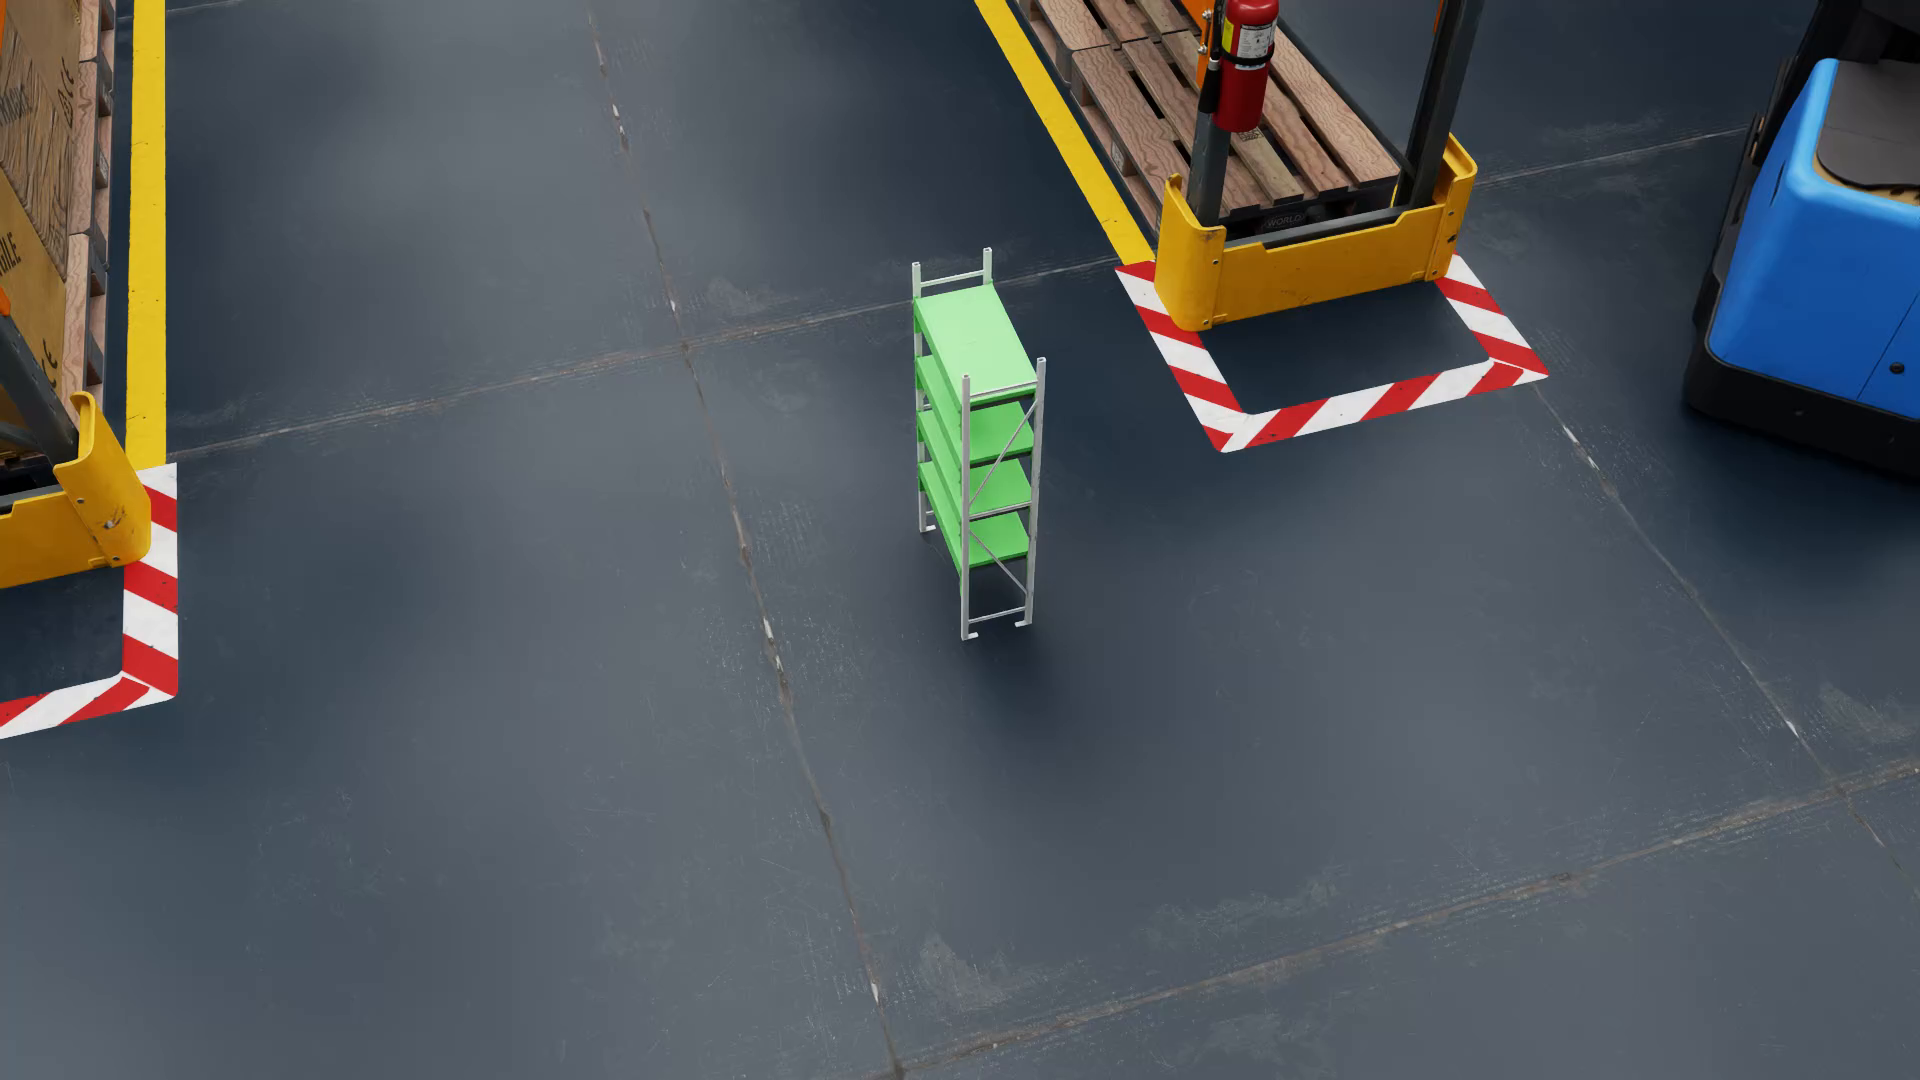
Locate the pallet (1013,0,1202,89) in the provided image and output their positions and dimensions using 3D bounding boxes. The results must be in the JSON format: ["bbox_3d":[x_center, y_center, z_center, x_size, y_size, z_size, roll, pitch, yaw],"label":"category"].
[{"bbox_3d":[0.779,-2.632,7.831,1.003,0.211,1.213,-13,51,-11],"label":"pallet"}]

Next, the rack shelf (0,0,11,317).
[{"bbox_3d":[-3.980,-2.139,6.062,1.077,0.370,4.000,-13,51,-11],"label":"rack shelf"}]

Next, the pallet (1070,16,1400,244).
[{"bbox_3d":[1.136,-1.743,7.081,1.003,0.211,1.213,-13,51,-11],"label":"pallet"}]

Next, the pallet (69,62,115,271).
[{"bbox_3d":[-4.057,-1.468,6.849,1.003,0.211,1.213,-13,51,-11],"label":"pallet"}]

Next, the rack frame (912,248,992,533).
[{"bbox_3d":[-0.023,-0.444,5.340,0.240,1.200,0.015,-13,51,-11],"label":"rack frame"}]

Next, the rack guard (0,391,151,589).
[{"bbox_3d":[-3.382,-0.087,5.497,1.175,0.500,0.348,-13,51,-11],"label":"rack guard"}]

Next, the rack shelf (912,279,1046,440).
[{"bbox_3d":[0.049,-0.534,4.871,0.258,0.148,0.480,-13,51,-11],"label":"rack shelf"}]

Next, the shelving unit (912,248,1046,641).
[{"bbox_3d":[0.049,-0.266,5.189,0.258,1.200,0.503,-13,51,-11],"label":"shelving unit"}]

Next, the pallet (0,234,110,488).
[{"bbox_3d":[-3.700,-0.578,6.099,1.003,0.211,1.213,-13,51,-11],"label":"pallet"}]

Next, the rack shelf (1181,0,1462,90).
[{"bbox_3d":[0.751,-3.259,7.006,1.077,0.370,4.000,-13,51,-11],"label":"rack shelf"}]

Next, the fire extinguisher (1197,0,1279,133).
[{"bbox_3d":[0.953,-1.672,5.493,0.296,0.674,0.183,-13,51,-11],"label":"fire extinguisher"}]

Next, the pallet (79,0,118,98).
[{"bbox_3d":[-4.421,-2.360,7.602,1.003,0.211,1.213,-13,51,-11],"label":"pallet"}]

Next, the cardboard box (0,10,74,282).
[{"bbox_3d":[-3.923,-1.475,6.147,0.875,0.875,0.875,-13,51,-11],"label":"cardboard box"}]

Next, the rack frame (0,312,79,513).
[{"bbox_3d":[-3.389,-0.911,4.556,1.000,3.000,0.127,-13,51,-11],"label":"rack frame"}]

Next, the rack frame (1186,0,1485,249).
[{"bbox_3d":[1.343,-2.030,5.500,1.000,3.000,0.127,-13,51,-11],"label":"rack frame"}]

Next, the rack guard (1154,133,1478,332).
[{"bbox_3d":[1.362,-1.210,6.443,1.175,0.500,0.348,-13,51,-11],"label":"rack guard"}]

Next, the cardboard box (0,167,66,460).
[{"bbox_3d":[-3.654,-0.810,5.586,0.875,0.875,0.875,-13,51,-11],"label":"cardboard box"}]

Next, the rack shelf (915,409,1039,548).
[{"bbox_3d":[0.049,-0.225,5.238,0.258,0.148,0.480,-13,51,-11],"label":"rack shelf"}]

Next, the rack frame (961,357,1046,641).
[{"bbox_3d":[0.121,-0.088,5.039,0.240,1.200,0.015,-13,51,-11],"label":"rack frame"}]

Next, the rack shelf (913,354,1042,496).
[{"bbox_3d":[0.049,-0.379,5.055,0.258,0.148,0.480,-13,51,-11],"label":"rack shelf"}]

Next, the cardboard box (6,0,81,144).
[{"bbox_3d":[-4.187,-2.125,6.695,0.875,0.875,0.875,-13,51,-11],"label":"cardboard box"}]

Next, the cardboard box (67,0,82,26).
[{"bbox_3d":[-4.453,-2.782,7.249,0.875,0.875,0.875,-13,51,-11],"label":"cardboard box"}]

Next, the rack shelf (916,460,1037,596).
[{"bbox_3d":[0.049,-0.070,5.422,0.258,0.148,0.480,-13,51,-11],"label":"rack shelf"}]

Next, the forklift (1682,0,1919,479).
[{"bbox_3d":[3.754,-2.255,5.734,1.130,2.935,3.031,20,53,16],"label":"forklift"}]
